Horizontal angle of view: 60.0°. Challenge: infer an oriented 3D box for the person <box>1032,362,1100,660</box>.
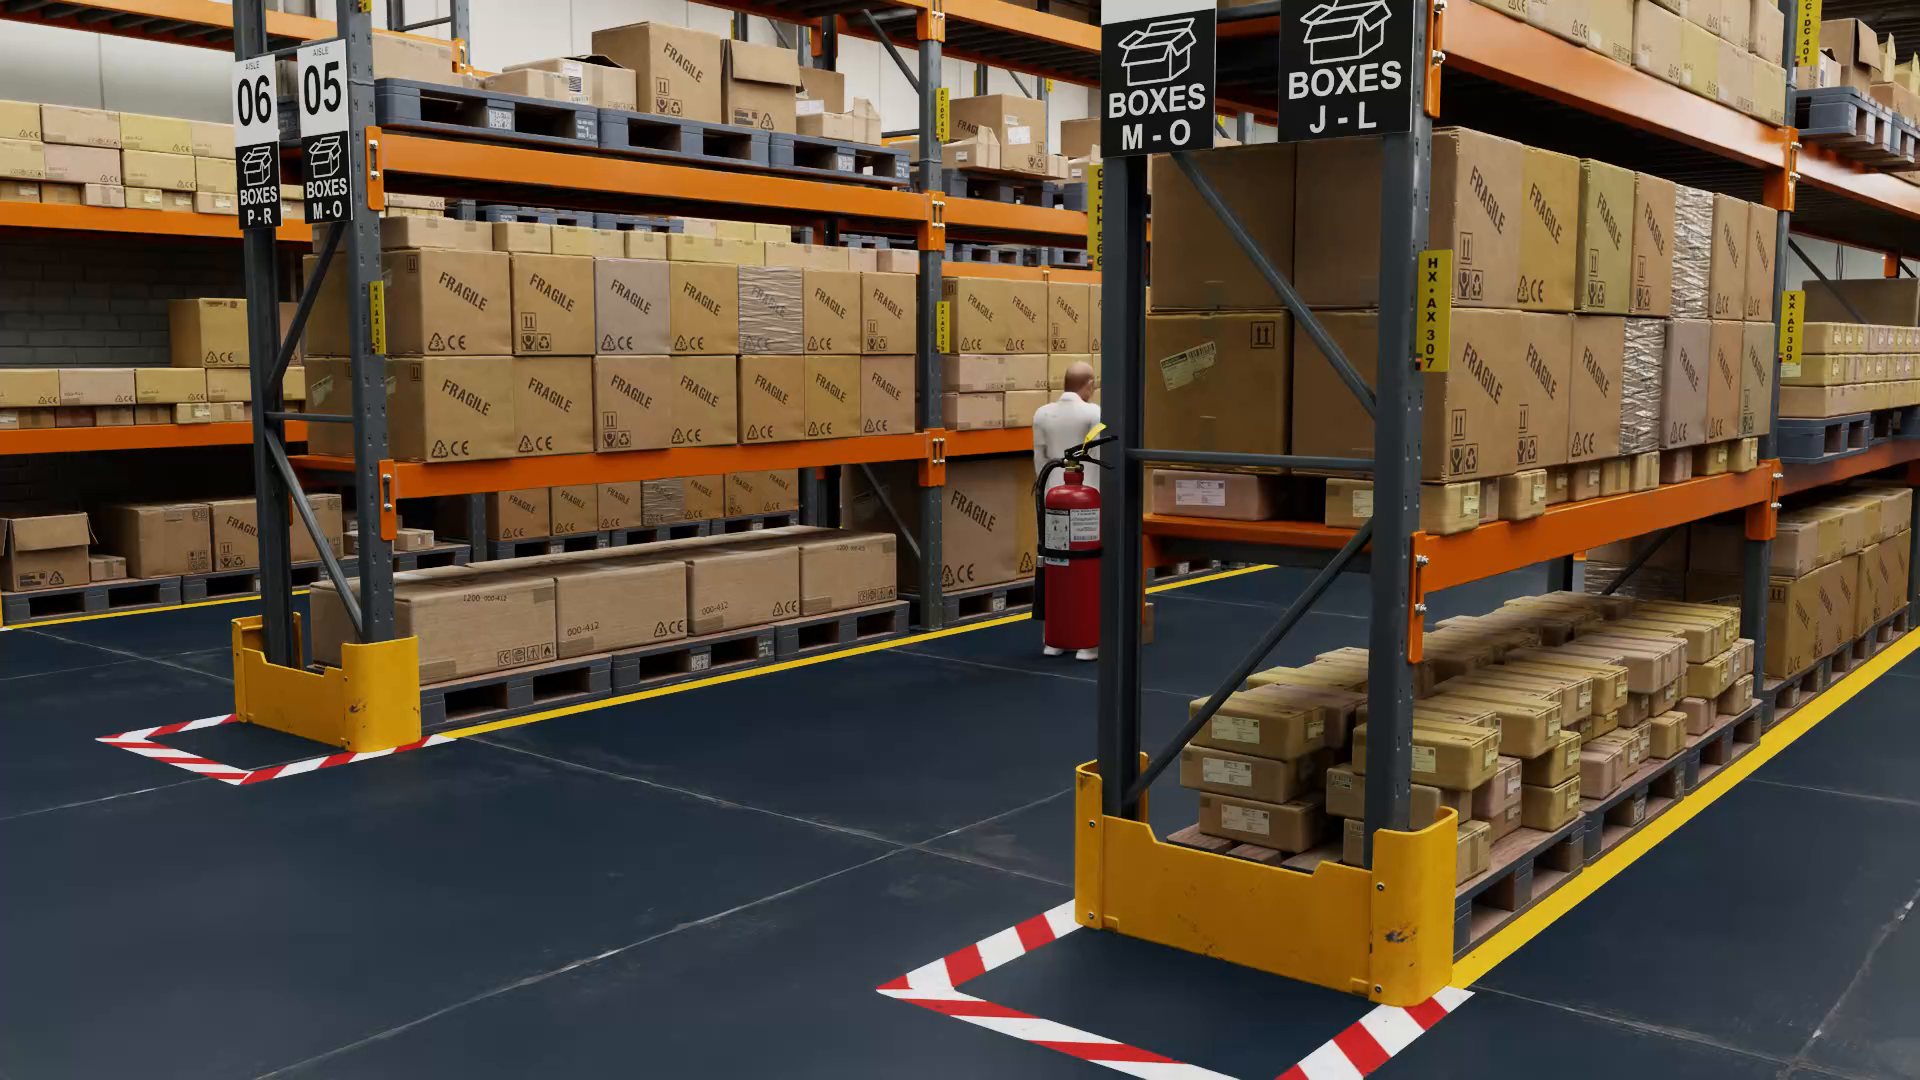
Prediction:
[{"bbox_3d":[0.701,-0.177,9.946,0.569,1.761,0.378,5,8,40],"label":"person"}]
